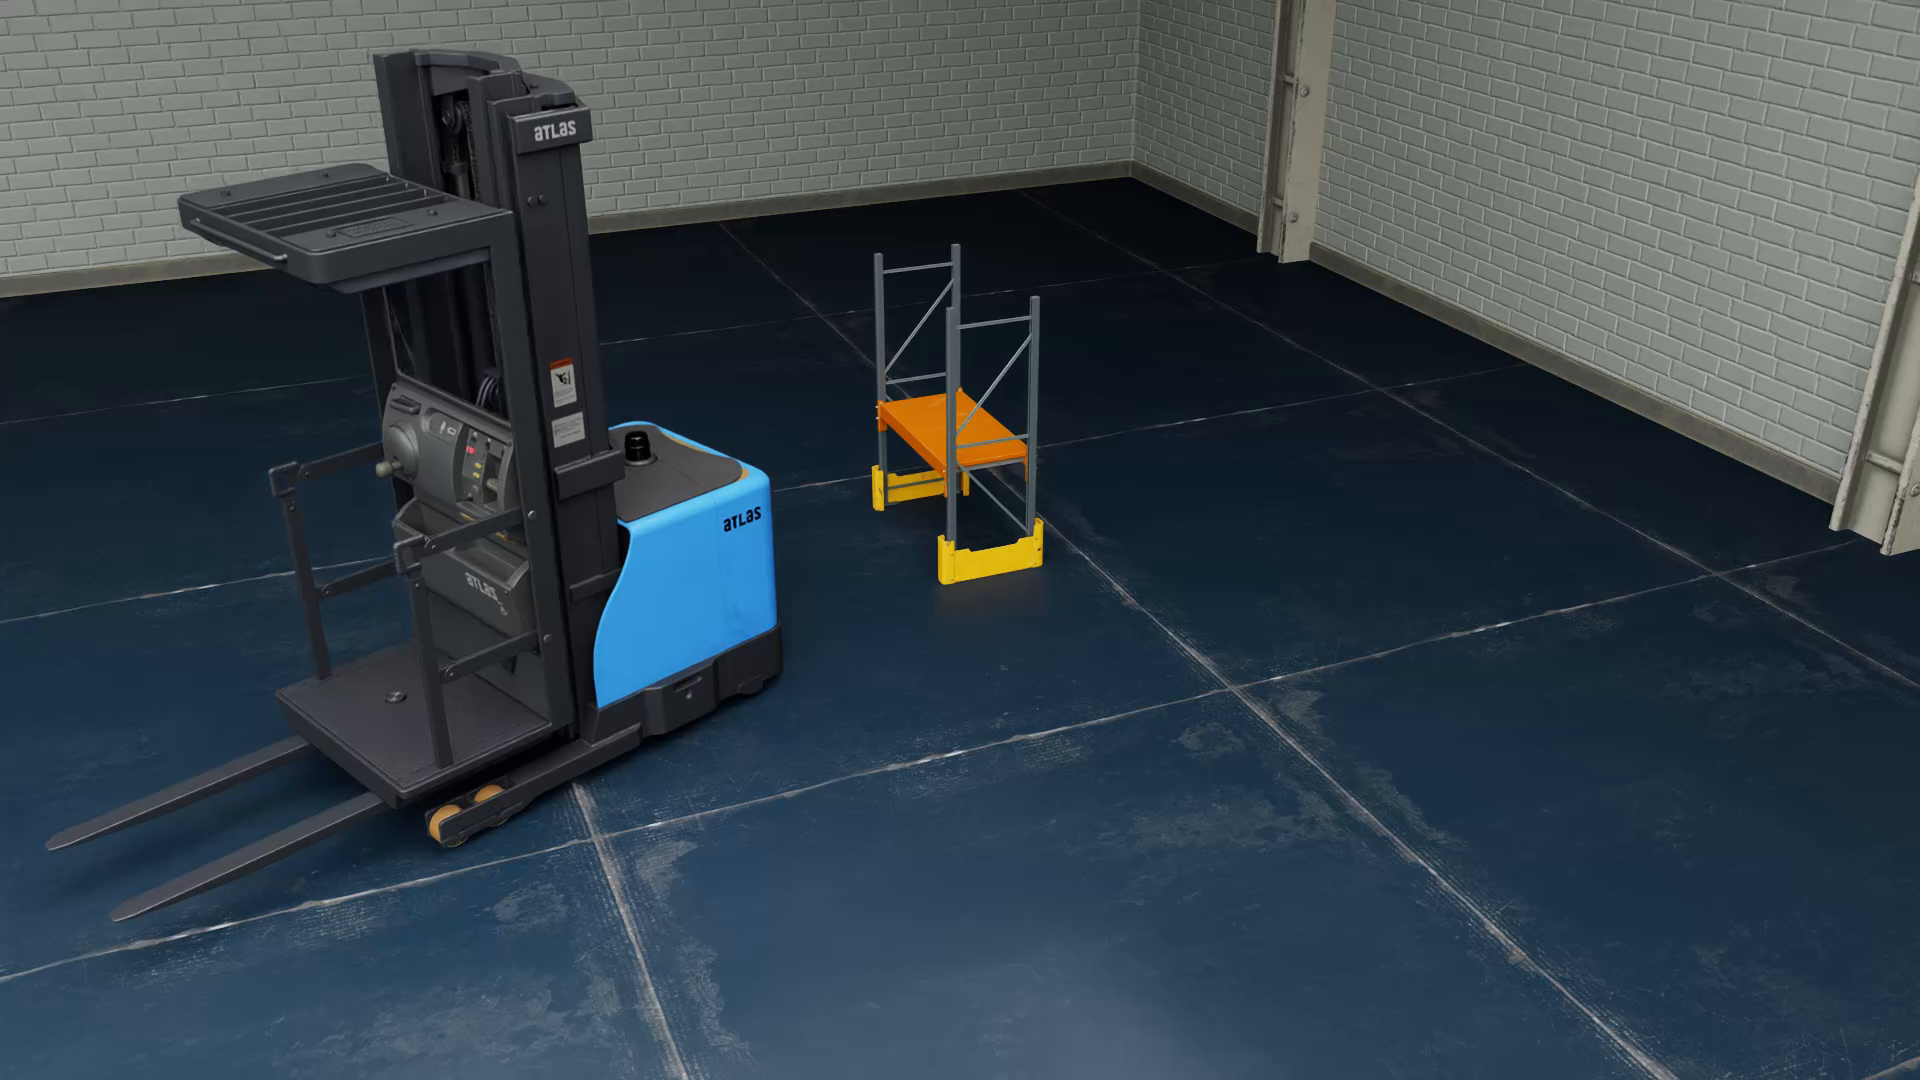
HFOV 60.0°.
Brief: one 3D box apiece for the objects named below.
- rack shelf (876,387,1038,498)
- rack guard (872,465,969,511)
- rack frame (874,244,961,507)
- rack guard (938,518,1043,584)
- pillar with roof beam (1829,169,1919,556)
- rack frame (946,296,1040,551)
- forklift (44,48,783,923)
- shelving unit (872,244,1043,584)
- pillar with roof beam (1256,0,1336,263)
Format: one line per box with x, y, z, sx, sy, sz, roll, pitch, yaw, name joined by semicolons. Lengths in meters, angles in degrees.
-0.033;-0.547;9.070;0.538;0.185;1.000;-11;28;-21;rack shelf
-0.225;-0.344;9.670;0.587;0.250;0.087;-11;28;-21;rack guard
-0.232;-0.914;9.412;0.500;1.500;0.032;-11;28;-21;rack frame
0.165;0.058;8.846;0.587;0.250;0.087;-11;28;-21;rack guard
1.164;-3.323;5.800;9.100;9.000;0.400;-11;28;-21;pillar with roof beam
0.166;-0.503;8.571;0.500;1.500;0.032;-11;28;-21;rack frame
-2.217;-0.332;6.589;1.130;2.935;3.031;23;34;38;forklift
-0.030;-0.705;8.984;0.587;1.500;1.083;-11;28;-21;shelving unit
-1.186;-5.746;10.761;9.100;9.000;0.400;-11;28;-21;pillar with roof beam
